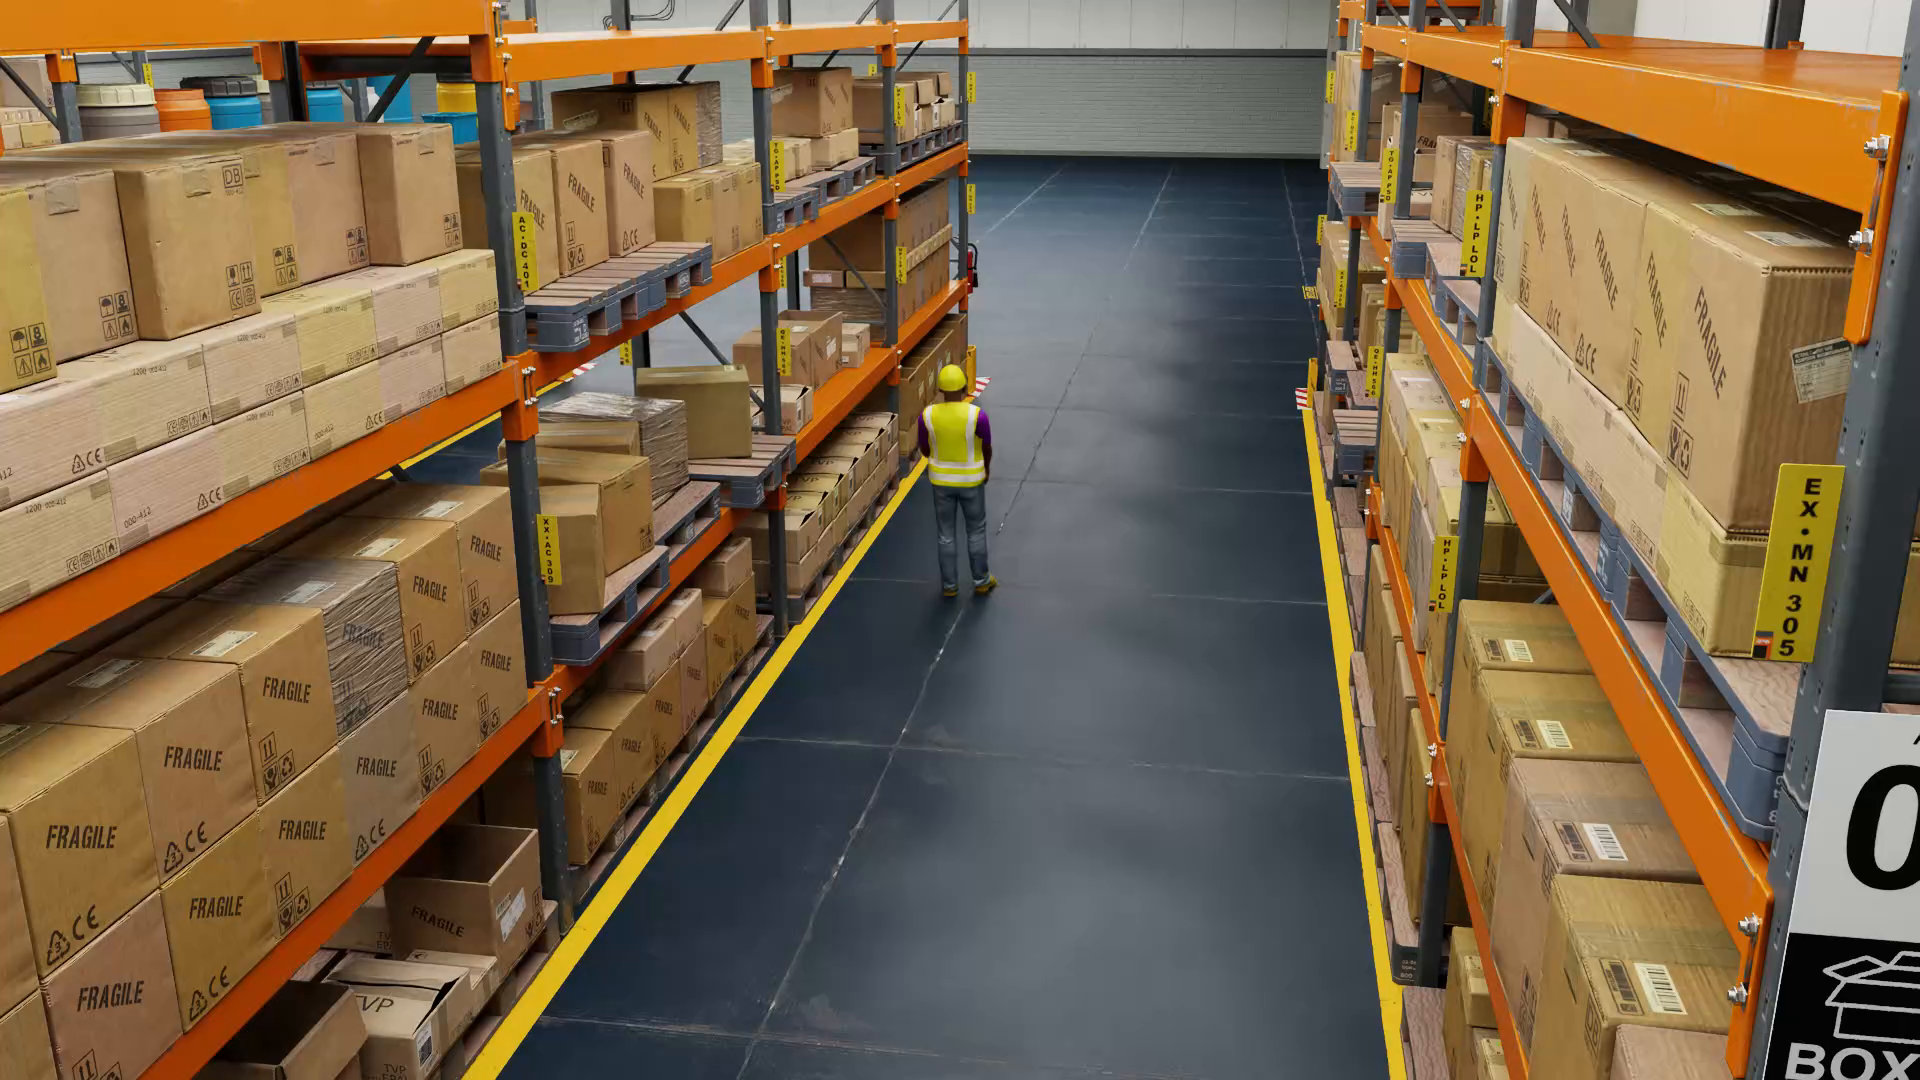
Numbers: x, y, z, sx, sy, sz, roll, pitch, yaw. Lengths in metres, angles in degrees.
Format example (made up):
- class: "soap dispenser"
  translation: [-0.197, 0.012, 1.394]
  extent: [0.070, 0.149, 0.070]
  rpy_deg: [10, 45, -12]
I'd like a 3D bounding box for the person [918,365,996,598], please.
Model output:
- class: "person"
  translation: [-0.022, -0.460, 12.427]
  extent: [0.558, 1.771, 0.528]
  rpy_deg: [3, 18, 9]
